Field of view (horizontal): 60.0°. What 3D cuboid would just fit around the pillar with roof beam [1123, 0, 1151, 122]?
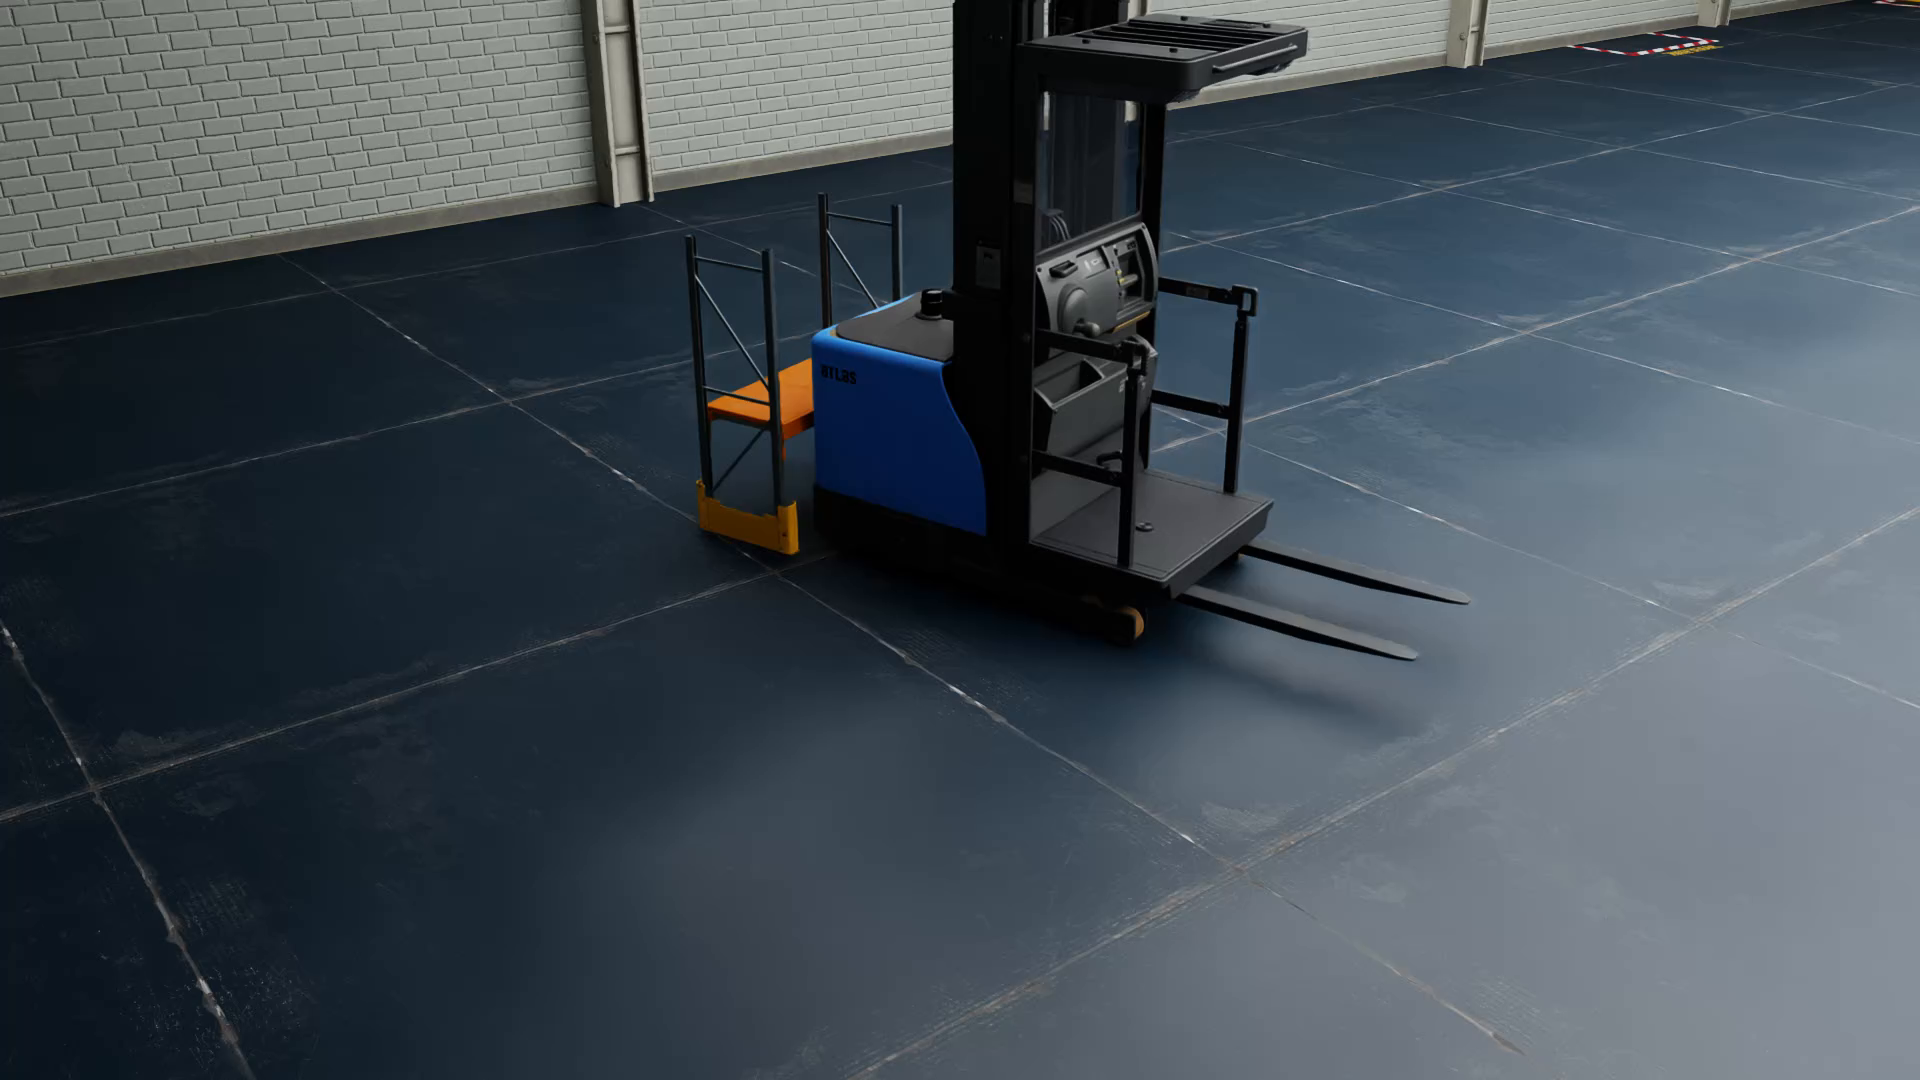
[{"bbox_3d":[4.424,-7.218,13.113,0.400,9.000,9.100,-18,31,-34],"label":"pillar with roof beam"}]

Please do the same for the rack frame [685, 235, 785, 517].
[{"bbox_3d":[-1.062,-0.682,7.938,0.500,1.500,0.032,15,29,30],"label":"rack frame"}]

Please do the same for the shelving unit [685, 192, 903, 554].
[{"bbox_3d":[-0.780,-0.865,8.332,0.587,1.500,1.083,15,29,30],"label":"shelving unit"}]

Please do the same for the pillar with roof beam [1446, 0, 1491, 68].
[{"bbox_3d":[9.145,-8.776,16.471,0.400,9.000,9.100,-18,31,-34],"label":"pillar with roof beam"}]

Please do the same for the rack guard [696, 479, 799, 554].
[{"bbox_3d":[-1.052,-0.122,8.216,0.587,0.250,0.087,15,29,30],"label":"rack guard"}]

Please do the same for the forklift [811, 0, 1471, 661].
[{"bbox_3d":[0.780,-1.128,7.199,3.031,2.935,1.130,17,30,32],"label":"forklift"}]

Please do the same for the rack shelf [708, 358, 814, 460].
[{"bbox_3d":[-0.785,-0.698,8.400,0.538,0.185,1.000,15,29,30],"label":"rack shelf"}]

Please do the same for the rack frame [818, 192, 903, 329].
[{"bbox_3d":[-0.509,-1.041,8.712,0.500,1.500,0.032,15,29,30],"label":"rack frame"}]

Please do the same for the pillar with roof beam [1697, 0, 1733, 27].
[{"bbox_3d":[13.867,-10.335,19.829,0.400,9.000,9.100,-18,31,-34],"label":"pillar with roof beam"}]

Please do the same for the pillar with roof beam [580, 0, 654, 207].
[{"bbox_3d":[-0.298,-5.659,9.754,0.400,9.000,9.100,-18,31,-34],"label":"pillar with roof beam"}]
